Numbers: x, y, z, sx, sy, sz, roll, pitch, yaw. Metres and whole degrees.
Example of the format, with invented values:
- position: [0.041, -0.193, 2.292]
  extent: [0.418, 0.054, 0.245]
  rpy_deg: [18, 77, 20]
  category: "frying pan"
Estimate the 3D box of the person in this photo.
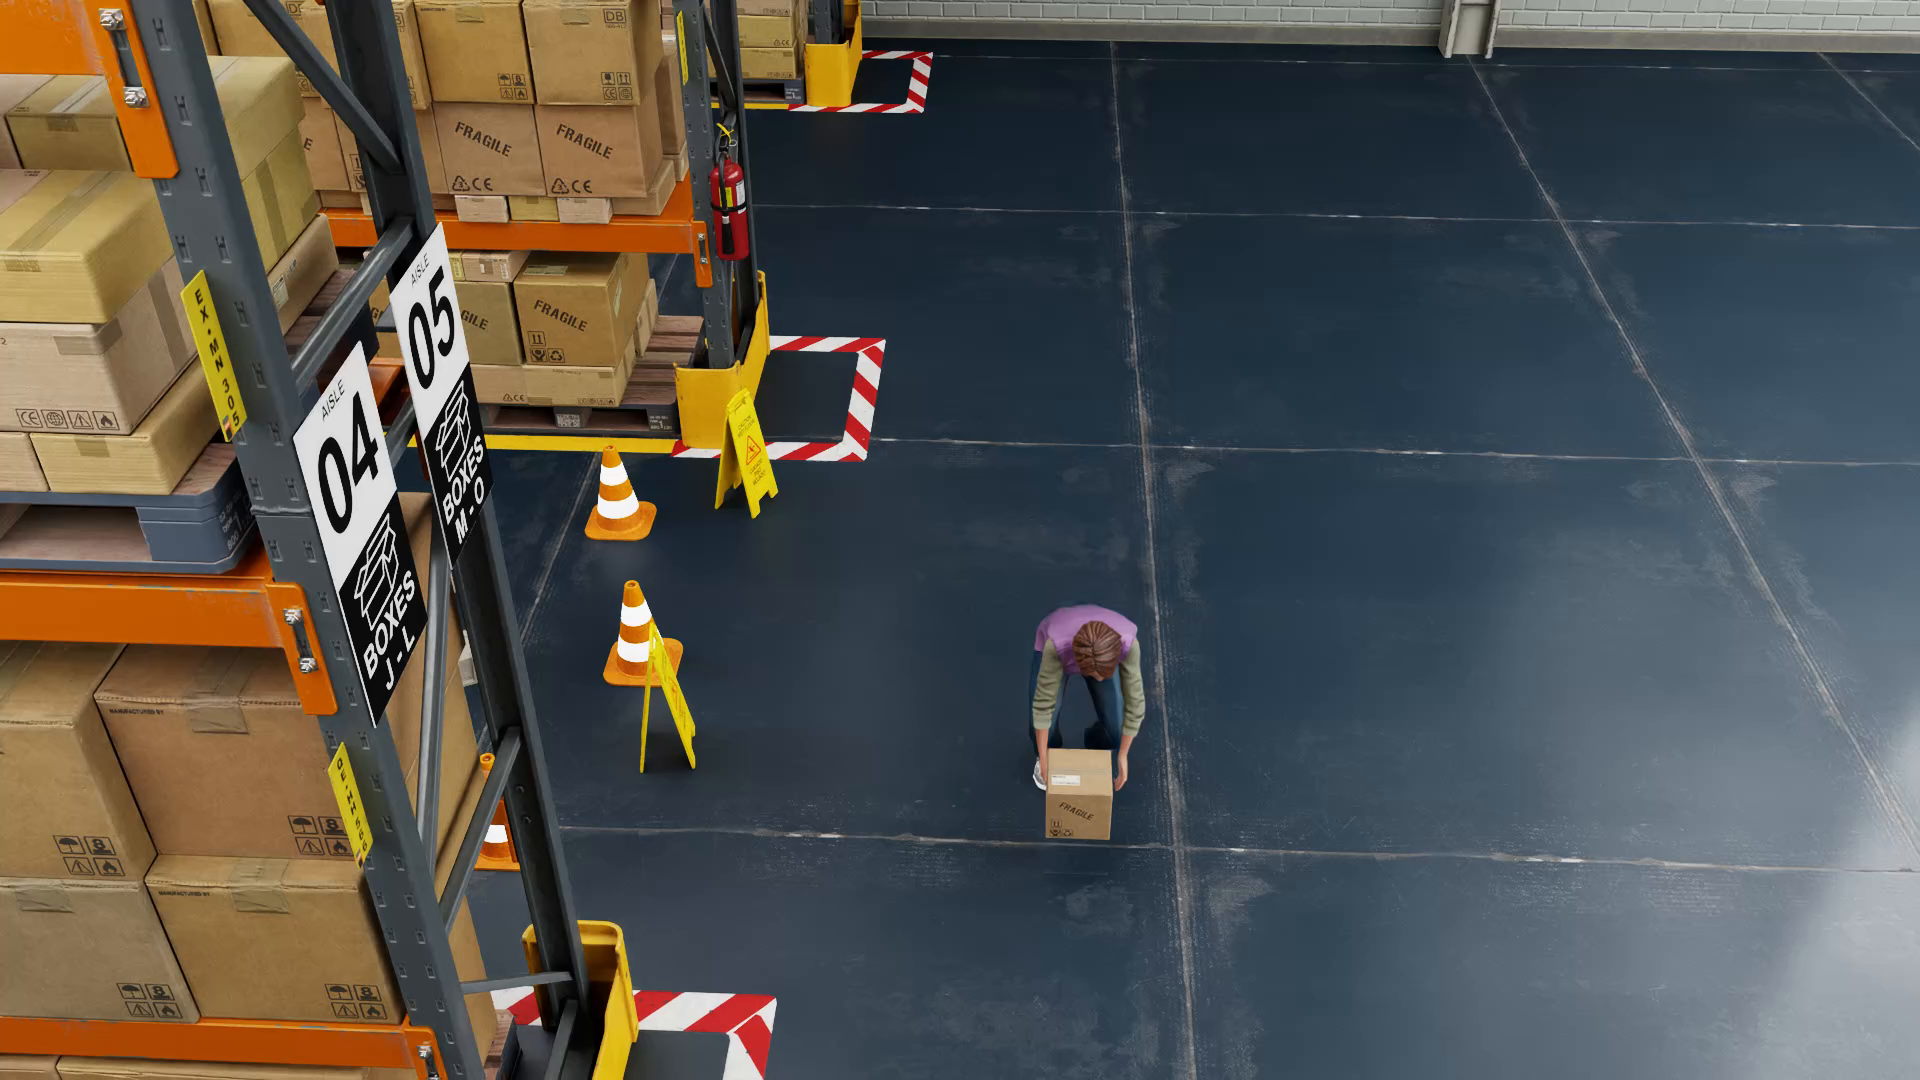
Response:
- position: [0.508, 0.611, 6.753]
  extent: [0.460, 1.048, 0.752]
  rpy_deg: [1, 36, 2]
  category: "person"
